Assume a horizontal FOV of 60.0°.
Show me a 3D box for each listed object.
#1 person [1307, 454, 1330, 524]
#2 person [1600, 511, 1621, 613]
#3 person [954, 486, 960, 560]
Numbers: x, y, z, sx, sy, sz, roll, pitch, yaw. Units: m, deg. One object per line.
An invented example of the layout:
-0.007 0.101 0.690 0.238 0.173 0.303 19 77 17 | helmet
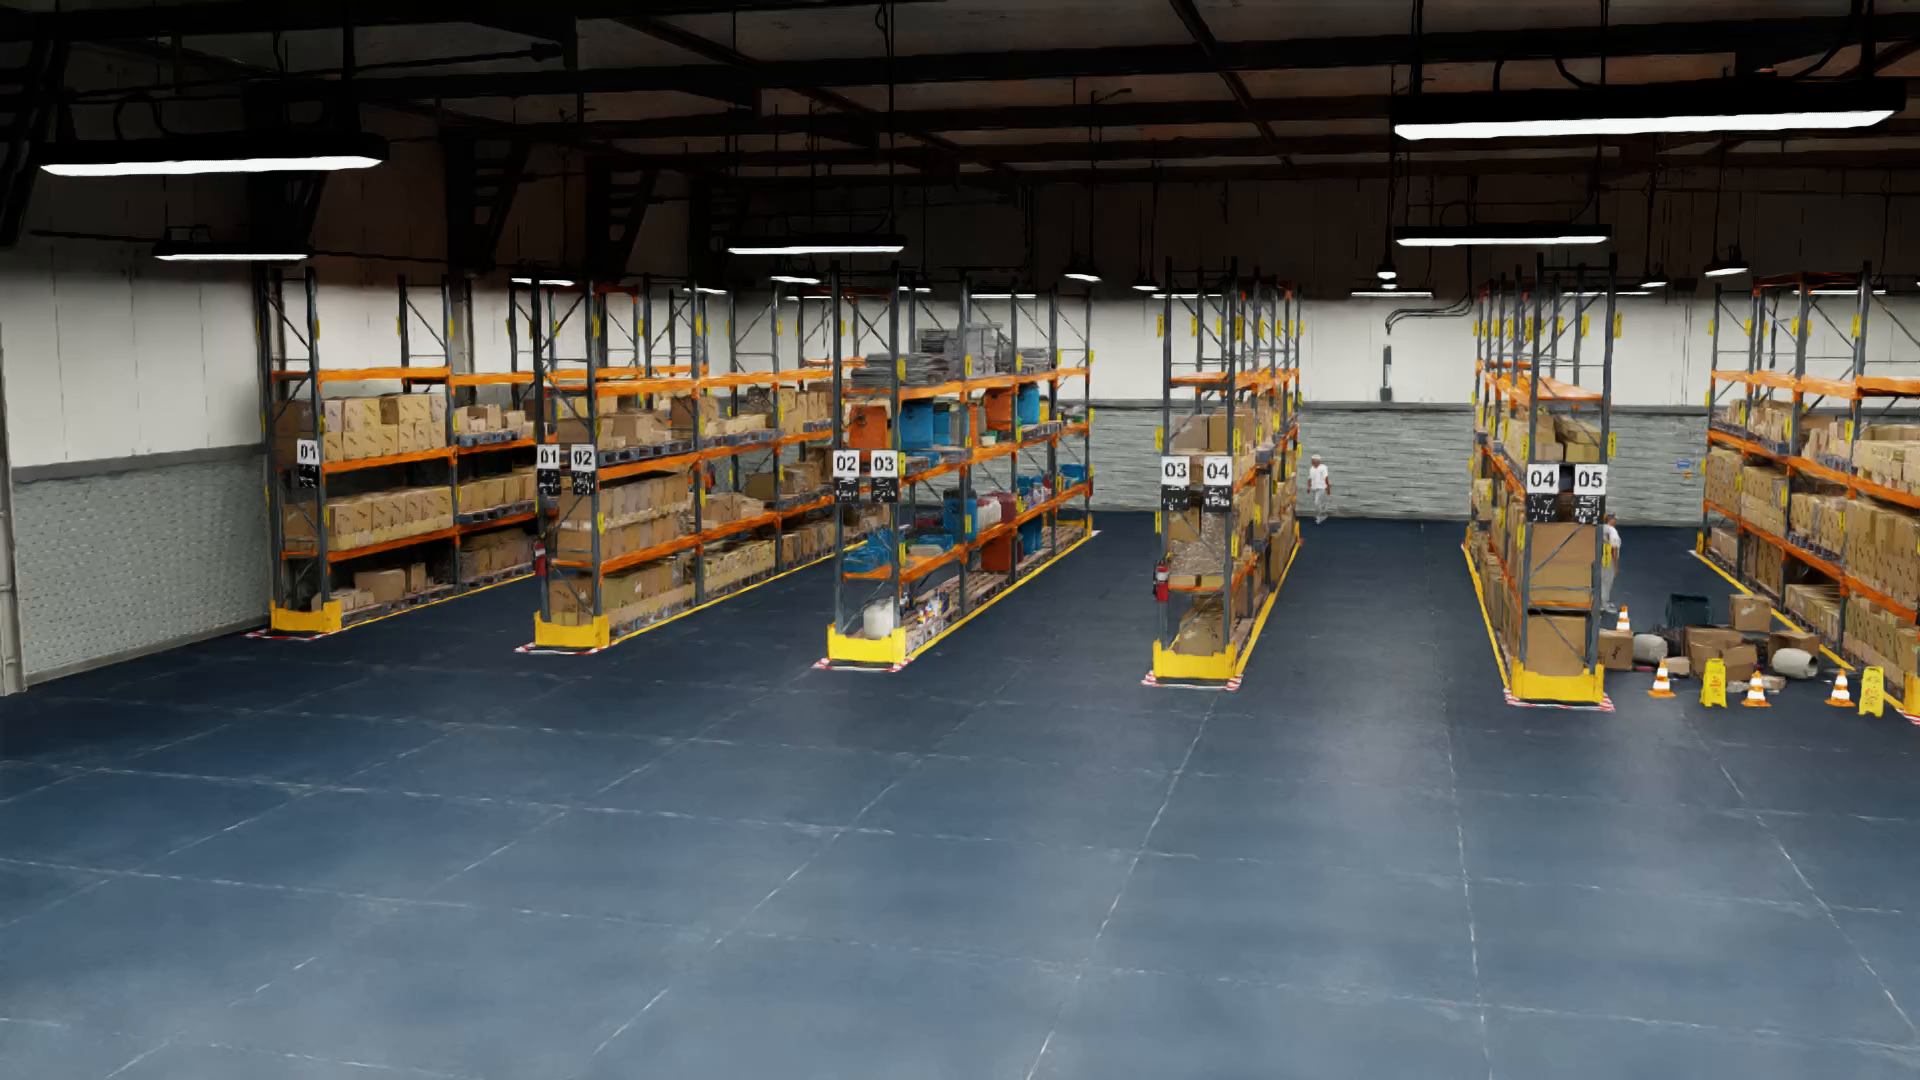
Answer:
9.326 -1.339 43.194 0.539 1.789 0.640 -3 8 -24 | person
11.533 0.372 29.555 0.492 1.767 0.625 -1 7 -9 | person
-0.017 -0.393 36.198 0.495 1.589 1.068 2 8 17 | person
